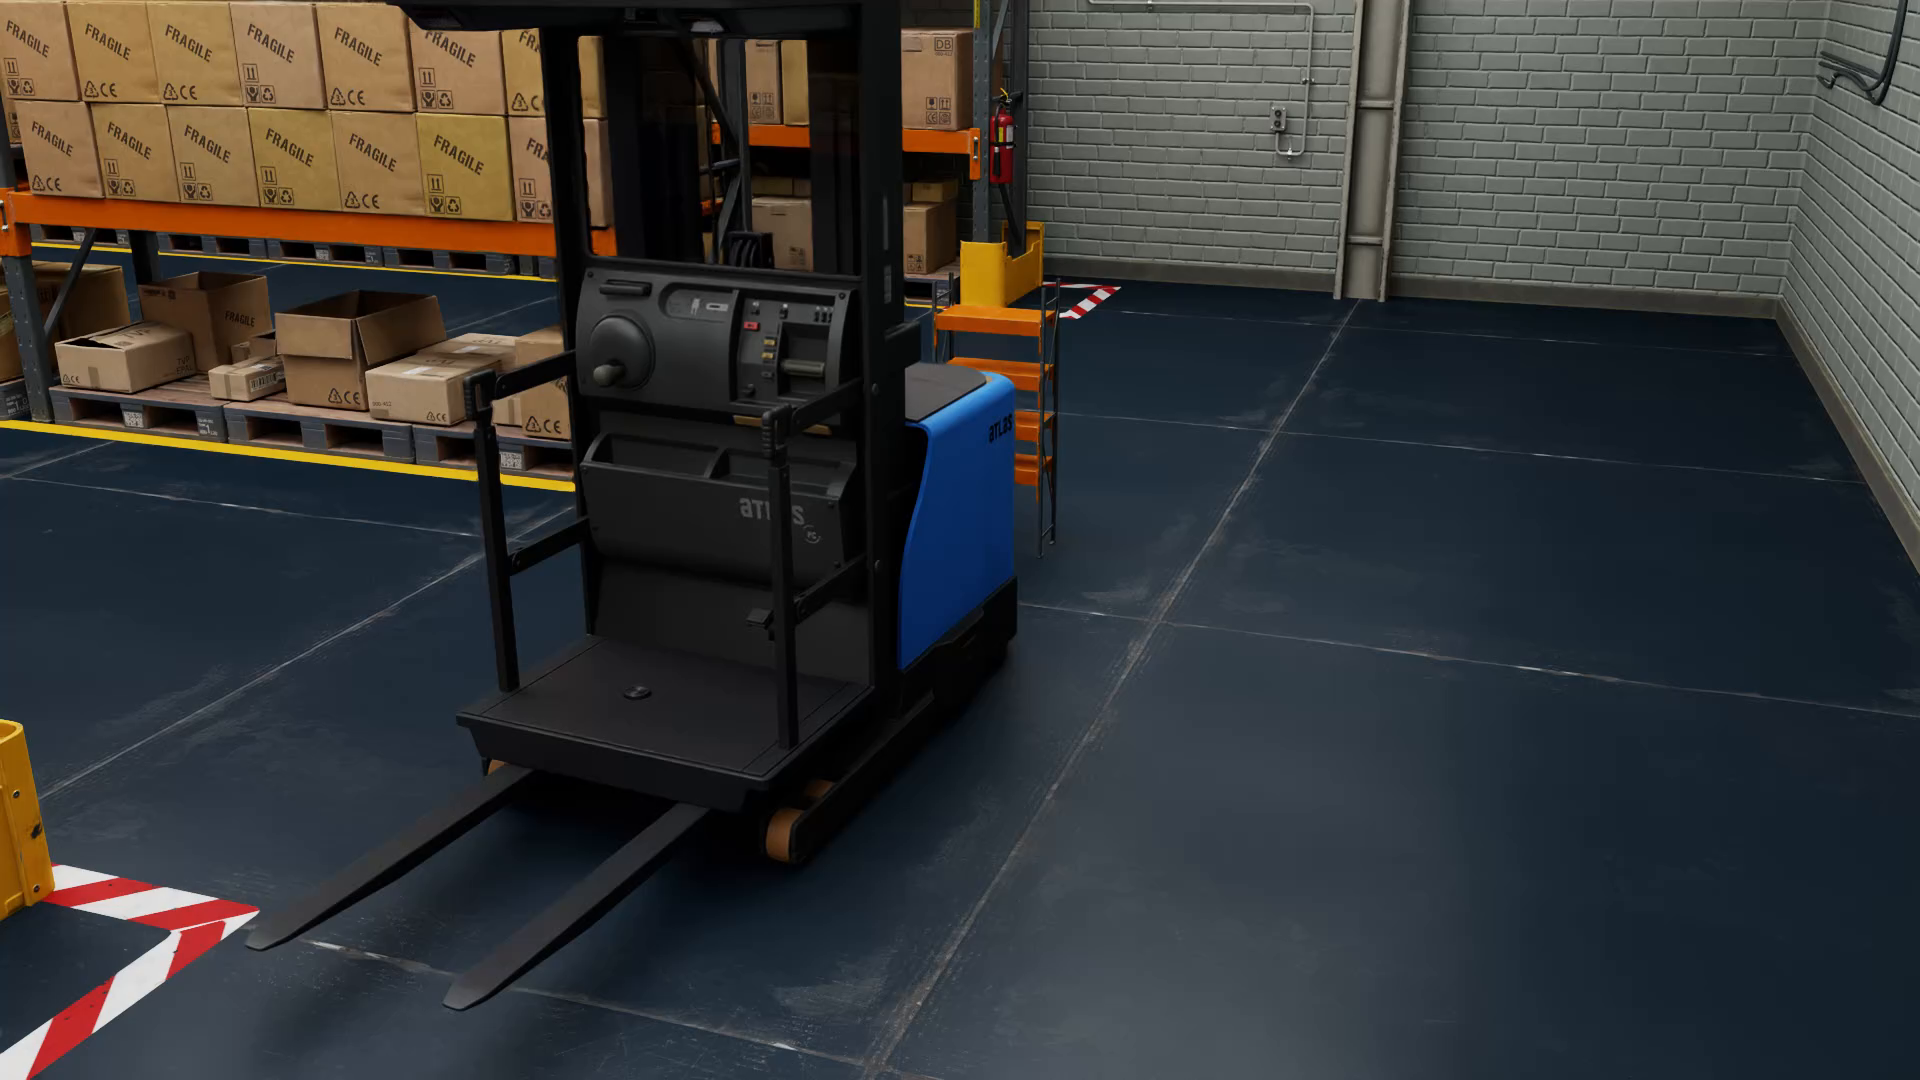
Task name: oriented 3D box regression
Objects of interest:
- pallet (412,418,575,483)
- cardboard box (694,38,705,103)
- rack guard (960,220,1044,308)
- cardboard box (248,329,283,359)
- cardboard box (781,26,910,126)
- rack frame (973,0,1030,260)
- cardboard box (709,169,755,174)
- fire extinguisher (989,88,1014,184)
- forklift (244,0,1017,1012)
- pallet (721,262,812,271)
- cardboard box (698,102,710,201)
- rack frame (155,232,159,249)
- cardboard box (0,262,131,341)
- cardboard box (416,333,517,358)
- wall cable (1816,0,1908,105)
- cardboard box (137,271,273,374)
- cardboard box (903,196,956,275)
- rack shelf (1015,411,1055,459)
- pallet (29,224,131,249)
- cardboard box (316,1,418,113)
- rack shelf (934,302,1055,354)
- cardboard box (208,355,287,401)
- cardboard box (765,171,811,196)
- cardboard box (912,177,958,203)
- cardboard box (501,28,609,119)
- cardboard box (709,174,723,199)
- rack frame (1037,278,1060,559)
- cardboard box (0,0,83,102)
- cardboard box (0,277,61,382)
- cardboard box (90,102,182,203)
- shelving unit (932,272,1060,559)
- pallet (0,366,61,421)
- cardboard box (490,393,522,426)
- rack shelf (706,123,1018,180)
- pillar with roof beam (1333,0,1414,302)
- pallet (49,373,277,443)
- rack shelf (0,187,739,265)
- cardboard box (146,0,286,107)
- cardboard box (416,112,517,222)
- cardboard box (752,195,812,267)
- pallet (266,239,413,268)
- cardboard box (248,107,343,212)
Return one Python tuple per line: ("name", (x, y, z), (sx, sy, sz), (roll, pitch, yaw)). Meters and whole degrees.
("pallet", (-2.131, -0.584, 8.932), (1.213, 0.211, 1.003), (7, 20, 18))
("cardboard box", (-1.639, -2.456, 8.395), (0.500, 0.500, 0.500), (7, 20, 20))
("rack guard", (0.339, -2.165, 13.027), (0.348, 0.500, 1.175), (7, 20, 18))
("cardboard box", (-3.745, -1.123, 9.657), (0.500, 0.311, 0.500), (7, 20, 18))
("cardboard box", (-0.860, -3.616, 12.938), (0.700, 0.700, 0.980), (6, 20, 18))
("rack frame", (0.316, -3.348, 12.623), (0.127, 3.000, 1.000), (7, 20, 18))
("cardboard box", (-1.876, -2.957, 13.675), (0.250, 0.149, 0.380), (7, 20, 19))
("fire extinguisher", (0.307, -2.975, 12.239), (0.183, 0.674, 0.296), (7, 20, 18))
("forklift", (-0.839, -0.597, 4.835), (1.130, 2.935, 3.031), (8, 21, 22))
("pallet", (-1.614, -2.225, 13.639), (1.213, 0.211, 1.003), (7, 20, 18))
("cardboard box", (-1.639, -1.984, 8.559), (0.500, 0.500, 0.500), (7, 20, 19))
("rack frame", (-7.241, -4.212, 15.102), (0.127, 3.000, 1.000), (7, 20, 18))
("cardboard box", (-5.462, -1.395, 10.149), (0.500, 0.500, 0.500), (6, 20, 16))
("cardboard box", (-2.671, -0.971, 9.315), (0.500, 0.250, 0.500), (7, 20, 18))
("wall cable", (5.541, -3.992, 10.075), (0.112, 2.526, 3.097), (7, 20, 18))
("cardboard box", (-4.453, -1.293, 9.858), (0.500, 0.500, 0.500), (7, 20, 18))
("cardboard box", (-0.378, -2.410, 13.093), (0.500, 0.500, 0.700), (7, 20, 18))
("rack shelf", (0.156, -0.485, 7.350), (0.480, 0.148, 0.258), (7, 20, 18))
("pallet", (-7.979, -2.980, 15.804), (1.213, 0.211, 1.003), (7, 20, 18))
("cardboard box", (-2.786, -2.398, 8.227), (0.500, 0.500, 0.500), (7, 20, 20))
("rack shelf", (0.156, -0.920, 7.198), (0.480, 0.148, 0.258), (7, 20, 18))
("cardboard box", (-3.939, -0.906, 9.254), (0.250, 0.166, 0.380), (7, 20, 18))
("cardboard box", (-1.393, -2.901, 13.517), (0.250, 0.149, 0.380), (7, 20, 19))
("cardboard box", (-0.194, -2.765, 13.126), (0.250, 0.149, 0.380), (7, 20, 18))
("cardboard box", (-1.817, -2.289, 7.915), (0.500, 0.500, 0.500), (6, 20, 18))
("cardboard box", (-2.033, -2.841, 13.344), (0.250, 0.149, 0.380), (6, 20, 17))
("rack frame", (0.387, -0.522, 7.252), (0.015, 1.200, 0.240), (7, 20, 18))
("cardboard box", (-4.732, -2.620, 8.865), (0.500, 0.500, 0.500), (7, 20, 19))
("cardboard box", (-5.645, -1.231, 9.679), (0.500, 0.500, 0.500), (6, 20, 18))
("cardboard box", (-4.208, -2.092, 8.869), (0.500, 0.500, 0.500), (7, 20, 19))
("shelving unit", (0.156, -0.549, 7.327), (0.503, 1.200, 0.258), (7, 20, 18))
("pallet", (-5.865, -0.998, 10.120), (1.213, 0.211, 1.003), (7, 20, 18))
("cardboard box", (-2.254, -0.731, 8.752), (0.250, 0.166, 0.380), (7, 20, 18))
("rack shelf", (-1.573, -3.224, 13.361), (4.000, 0.370, 1.077), (7, 20, 18))
("pillar with roof beam", (1.737, -4.819, 7.730), (0.400, 9.000, 9.100), (7, 20, 18))
("pallet", (-4.436, -0.848, 9.688), (1.213, 0.211, 1.003), (7, 20, 18))
("rack shelf", (-3.195, -1.683, 8.941), (4.000, 0.370, 1.077), (7, 20, 18))
("cardboard box", (-3.759, -2.509, 8.545), (0.500, 0.500, 0.500), (6, 20, 16))
("cardboard box", (-2.310, -1.873, 8.240), (0.500, 0.500, 0.500), (7, 20, 19))
("cardboard box", (-1.326, -2.518, 13.403), (0.500, 0.500, 0.700), (6, 20, 16))
("pallet", (-5.373, -2.654, 14.870), (1.213, 0.211, 1.003), (7, 20, 18))
("cardboard box", (-3.255, -1.983, 8.556), (0.500, 0.500, 0.500), (6, 20, 17))
